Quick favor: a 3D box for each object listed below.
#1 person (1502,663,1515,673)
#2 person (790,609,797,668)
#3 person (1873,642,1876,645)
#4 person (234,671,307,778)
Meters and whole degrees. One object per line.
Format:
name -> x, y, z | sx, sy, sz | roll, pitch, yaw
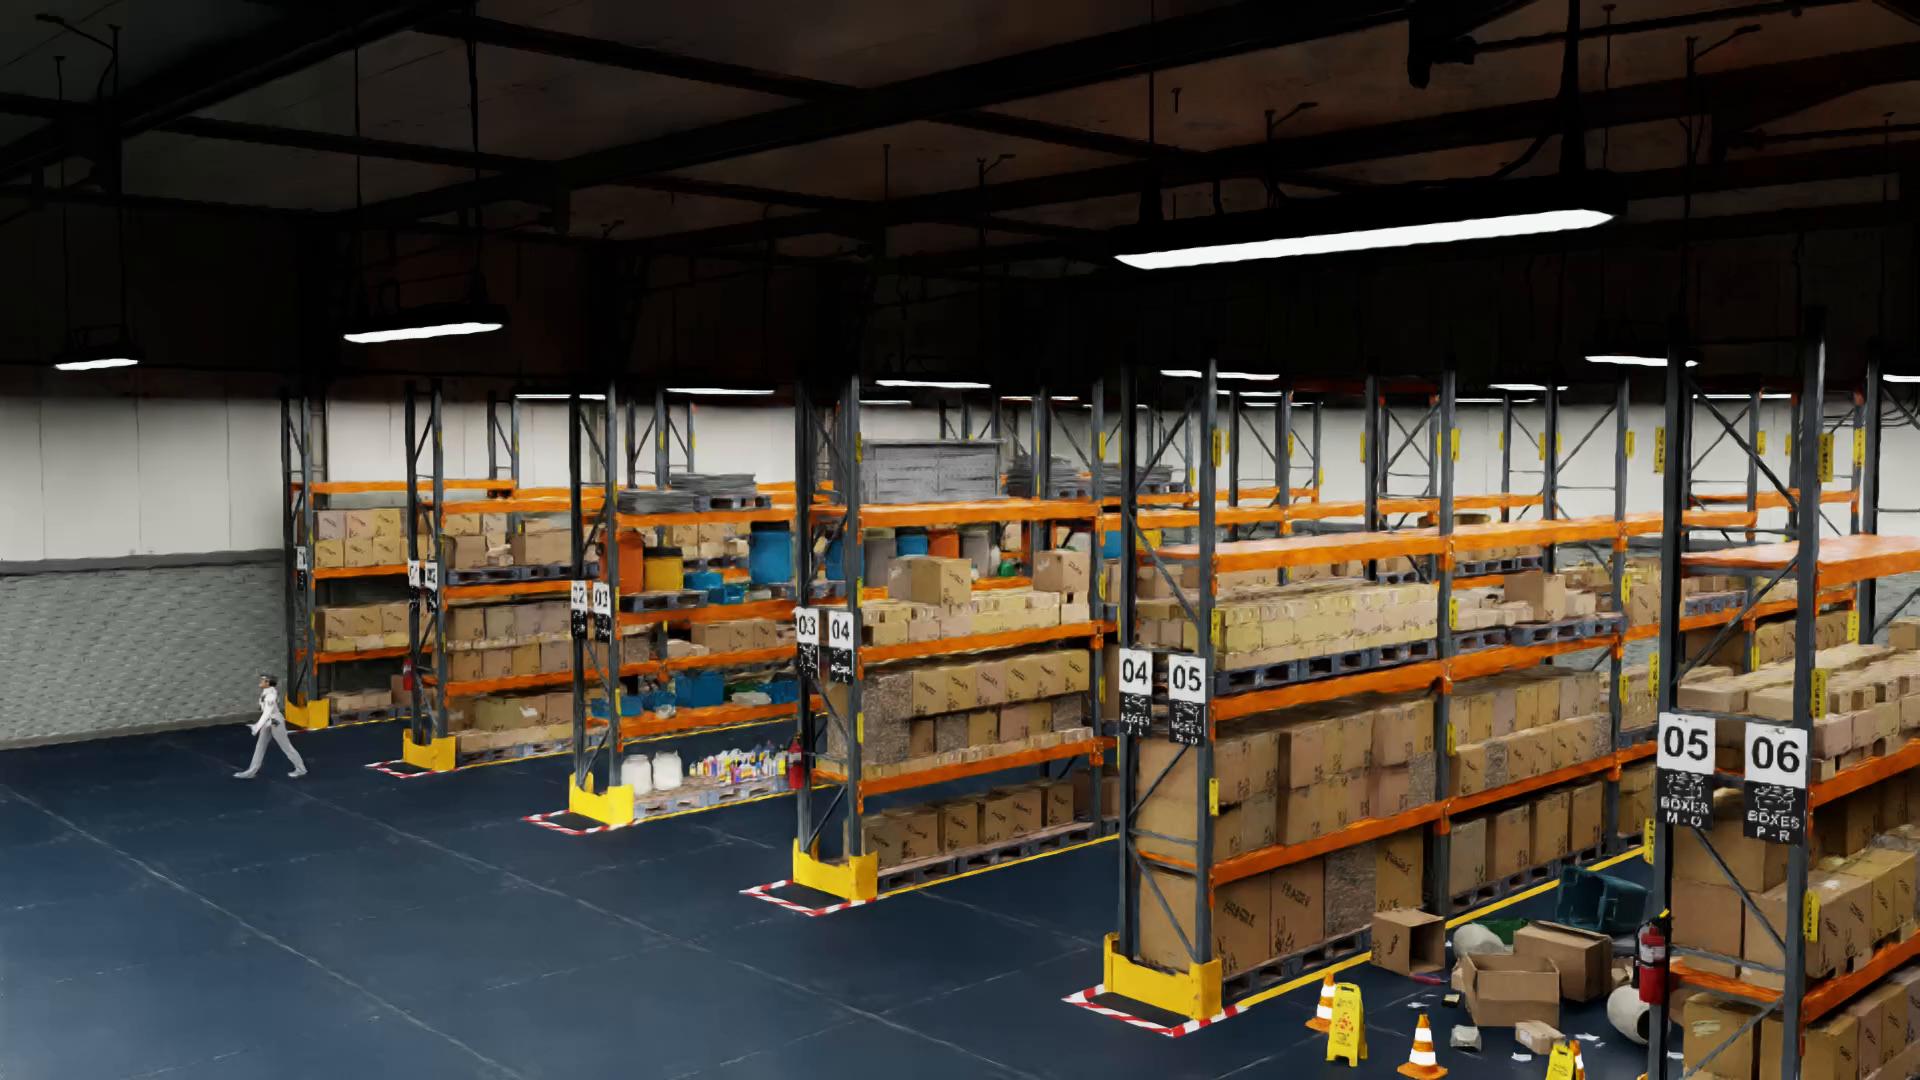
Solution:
person -> 8.555, 2.690, 25.758 | 0.649, 1.674, 0.534 | 4, 5, 45
person -> -3.189, 2.177, 33.387 | 0.677, 1.726, 0.574 | 4, 5, 44
person -> 14.832, 2.537, 27.065 | 0.449, 1.774, 0.681 | 1, 4, 14
person -> -10.300, 2.748, 24.817 | 0.978, 1.620, 0.484 | -2, 4, -34
